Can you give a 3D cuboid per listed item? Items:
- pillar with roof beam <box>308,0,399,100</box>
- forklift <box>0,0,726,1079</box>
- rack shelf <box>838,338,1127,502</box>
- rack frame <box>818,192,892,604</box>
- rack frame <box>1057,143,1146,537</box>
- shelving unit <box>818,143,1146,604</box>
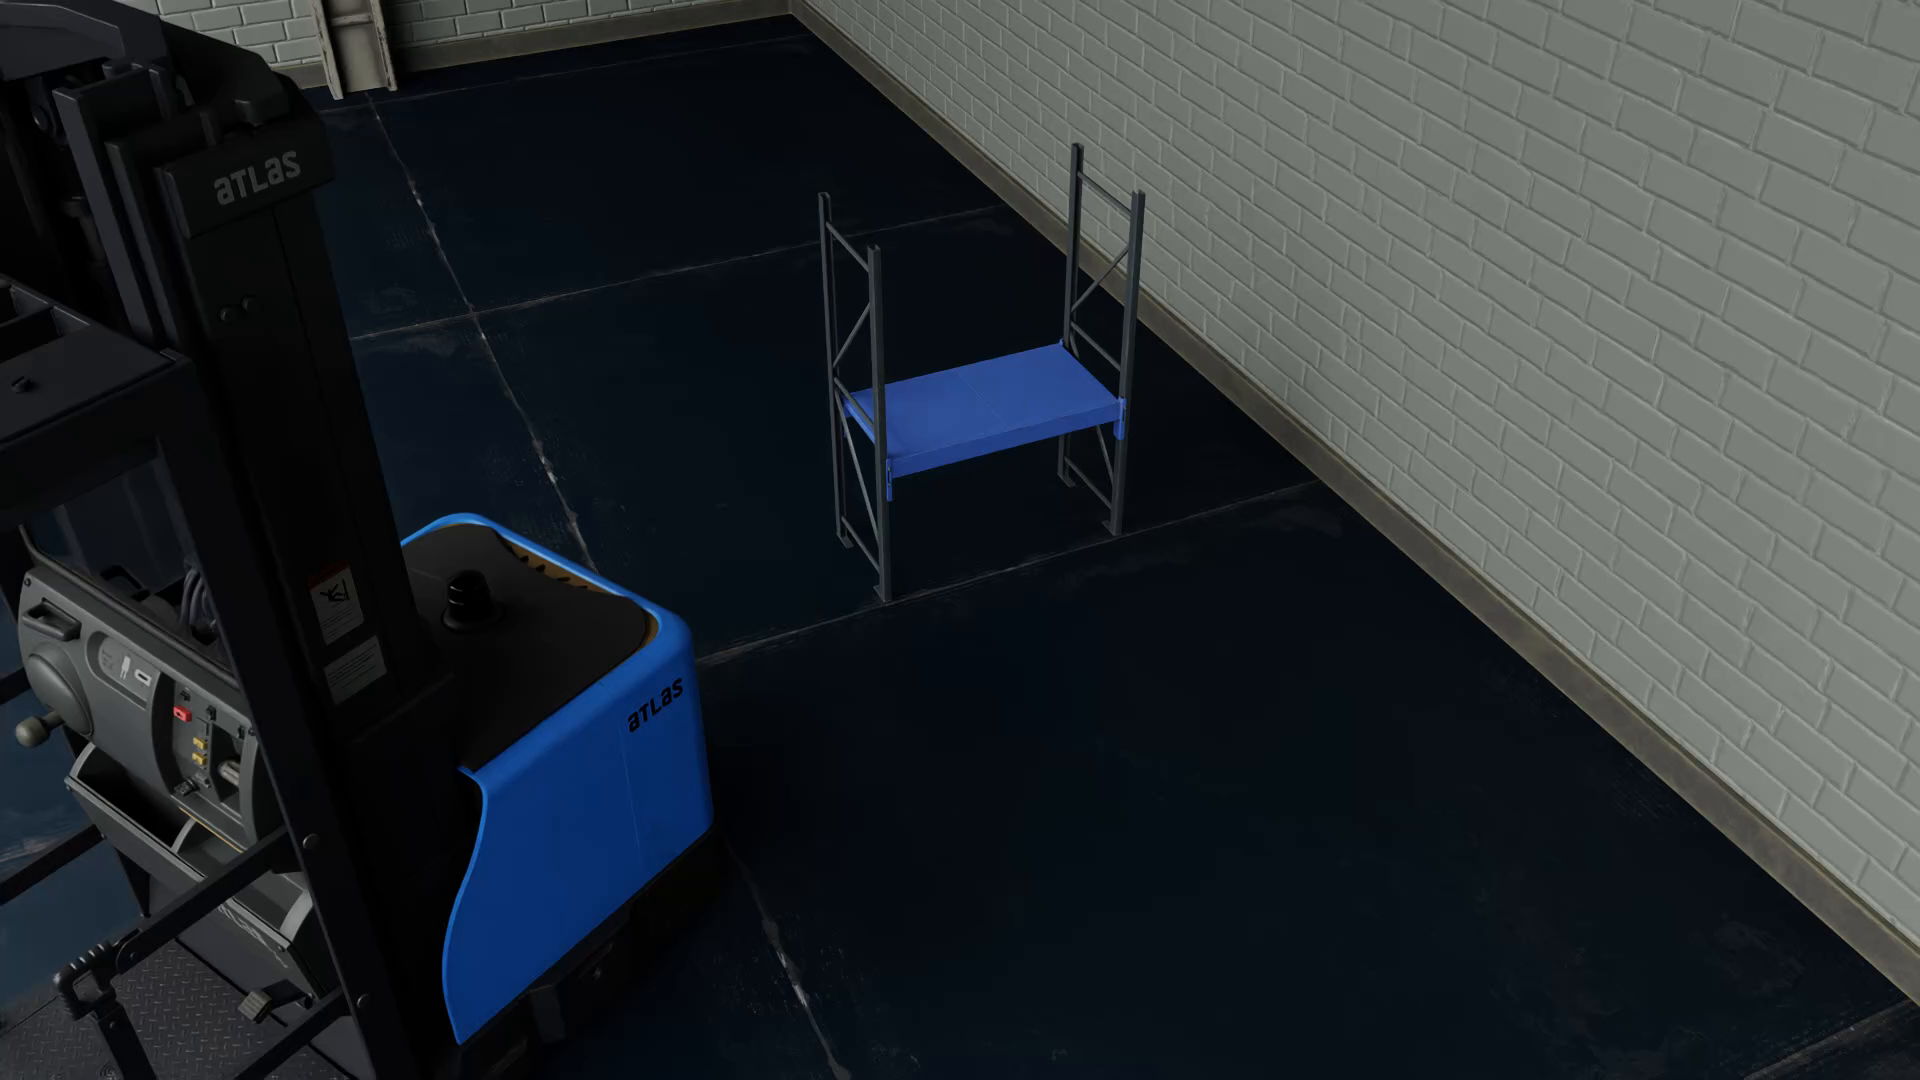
[{"bbox_3d":[-2.005,-4.205,4.866,0.400,9.000,9.100,-16,39,-20],"label":"pillar with roof beam"},{"bbox_3d":[-2.008,0.455,3.676,1.130,2.935,3.031,23,43,28],"label":"forklift"},{"bbox_3d":[0.077,-0.480,6.439,1.000,0.185,0.538,-16,39,-20],"label":"rack shelf"},{"bbox_3d":[-0.383,-0.495,6.159,0.032,1.500,0.500,-16,39,-20],"label":"rack frame"},{"bbox_3d":[0.537,-0.753,6.506,0.032,1.500,0.500,-16,39,-20],"label":"rack frame"},{"bbox_3d":[0.077,-0.624,6.332,1.048,1.500,0.538,-16,39,-20],"label":"shelving unit"}]
